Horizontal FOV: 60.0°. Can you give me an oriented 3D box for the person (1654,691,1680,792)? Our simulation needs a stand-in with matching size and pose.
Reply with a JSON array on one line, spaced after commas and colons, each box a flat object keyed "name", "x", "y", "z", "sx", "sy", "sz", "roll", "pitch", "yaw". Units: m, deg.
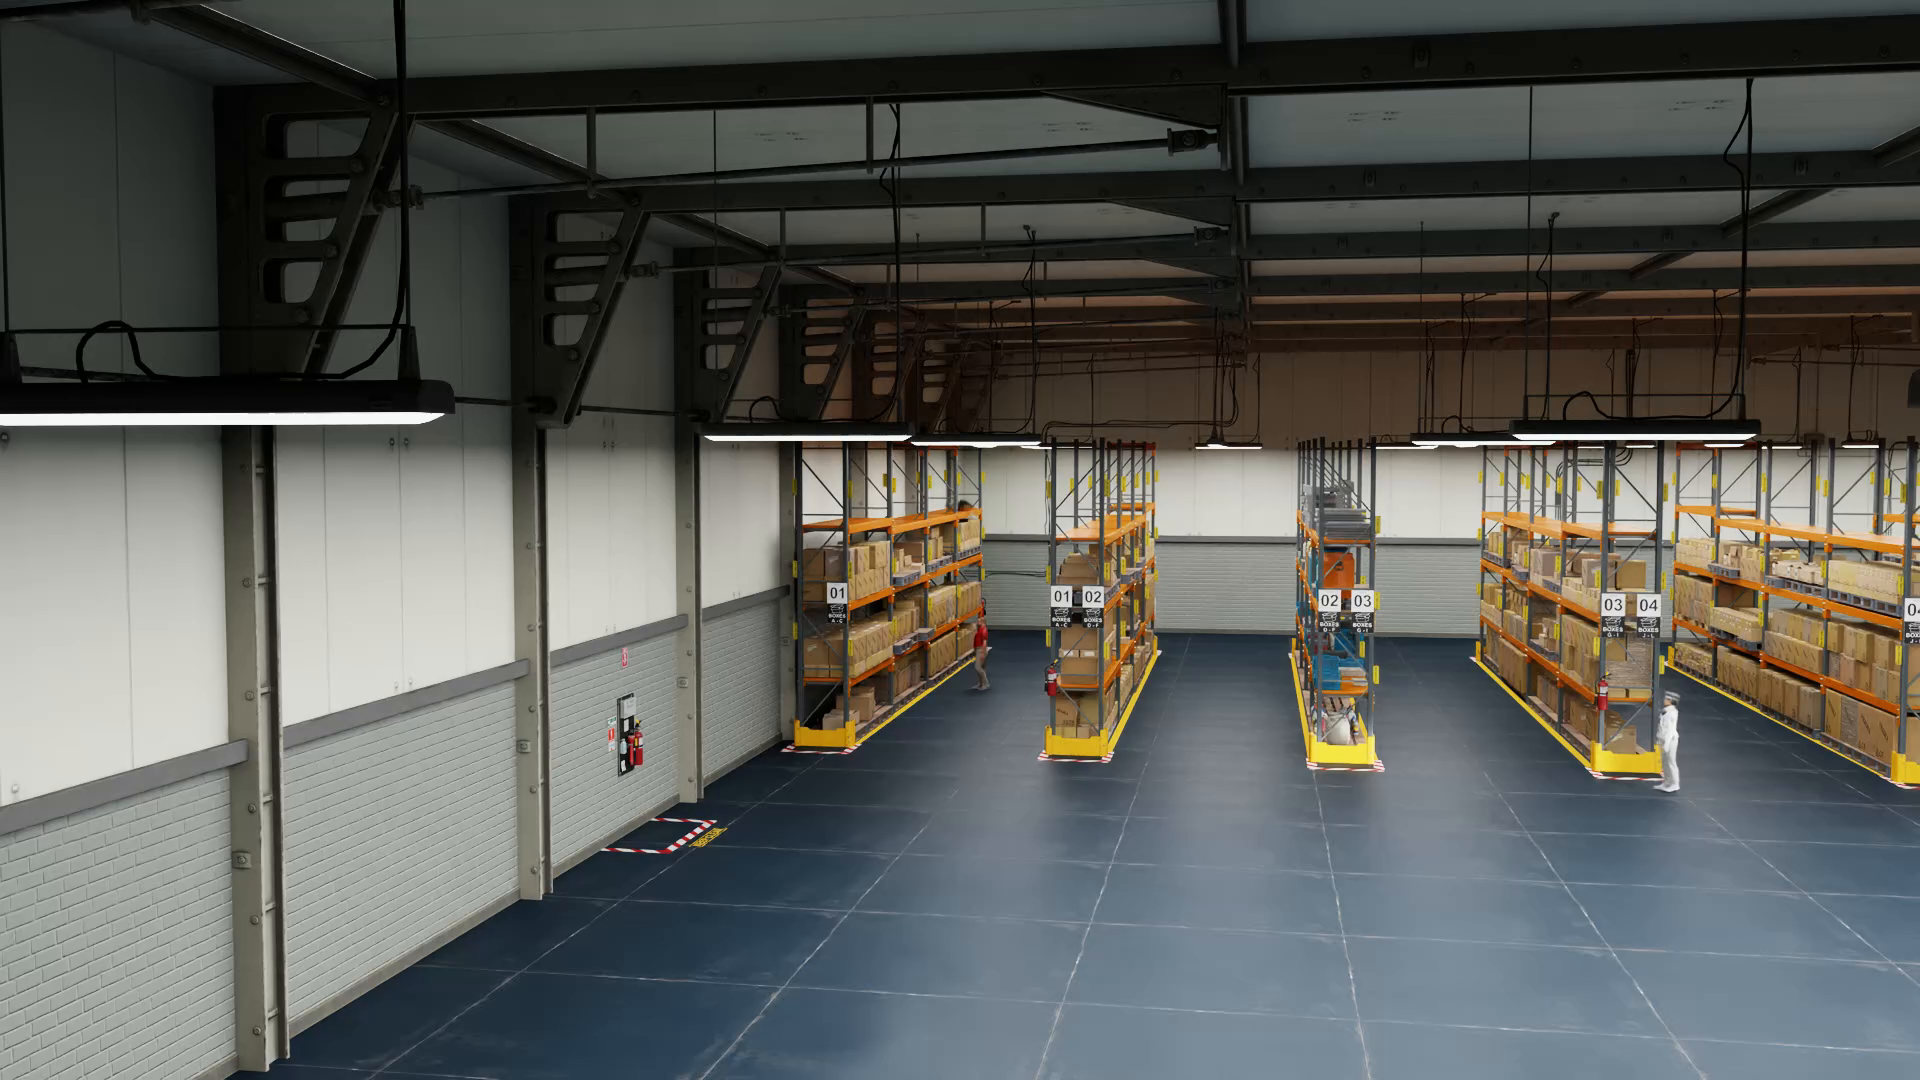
[{"name": "person", "x": 11.943, "y": 3.395, "z": 28.141, "sx": 0.396, "sy": 1.696, "sz": 0.526, "roll": 0, "pitch": 3, "yaw": -9}]

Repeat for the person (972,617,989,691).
[{"name": "person", "x": 0.501, "y": 2.747, "z": 40.128, "sx": 0.402, "sy": 1.765, "sz": 0.578, "roll": 0, "pitch": 3, "yaw": -2}]
